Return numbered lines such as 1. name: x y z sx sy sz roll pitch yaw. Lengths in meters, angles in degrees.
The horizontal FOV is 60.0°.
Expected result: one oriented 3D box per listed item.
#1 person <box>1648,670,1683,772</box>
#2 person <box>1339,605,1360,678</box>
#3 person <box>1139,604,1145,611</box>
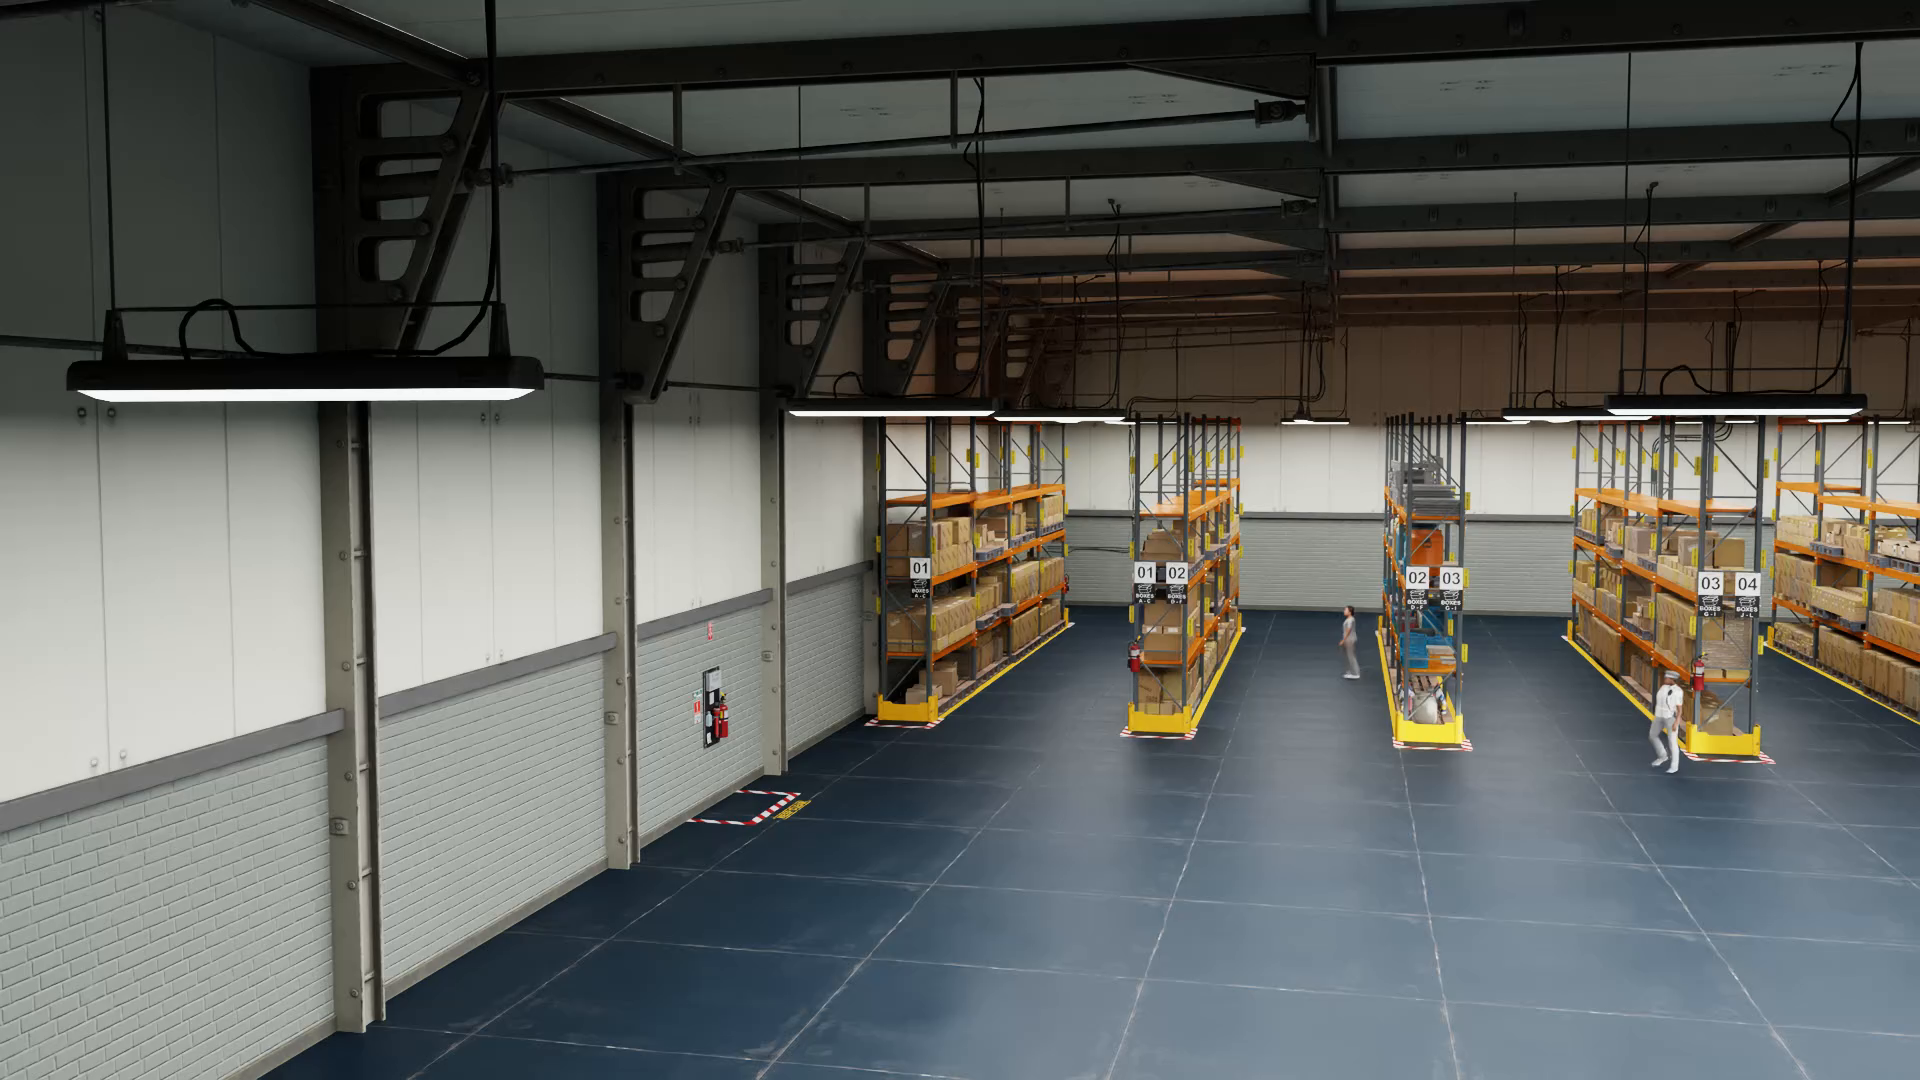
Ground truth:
1. person: 11.809 3.002 27.793 0.444 1.686 0.560 -3 5 -33
2. person: 8.887 2.337 37.942 0.545 1.693 0.515 3 5 33
3. person: 5.565 1.573 49.603 0.865 1.575 0.525 3 5 36
